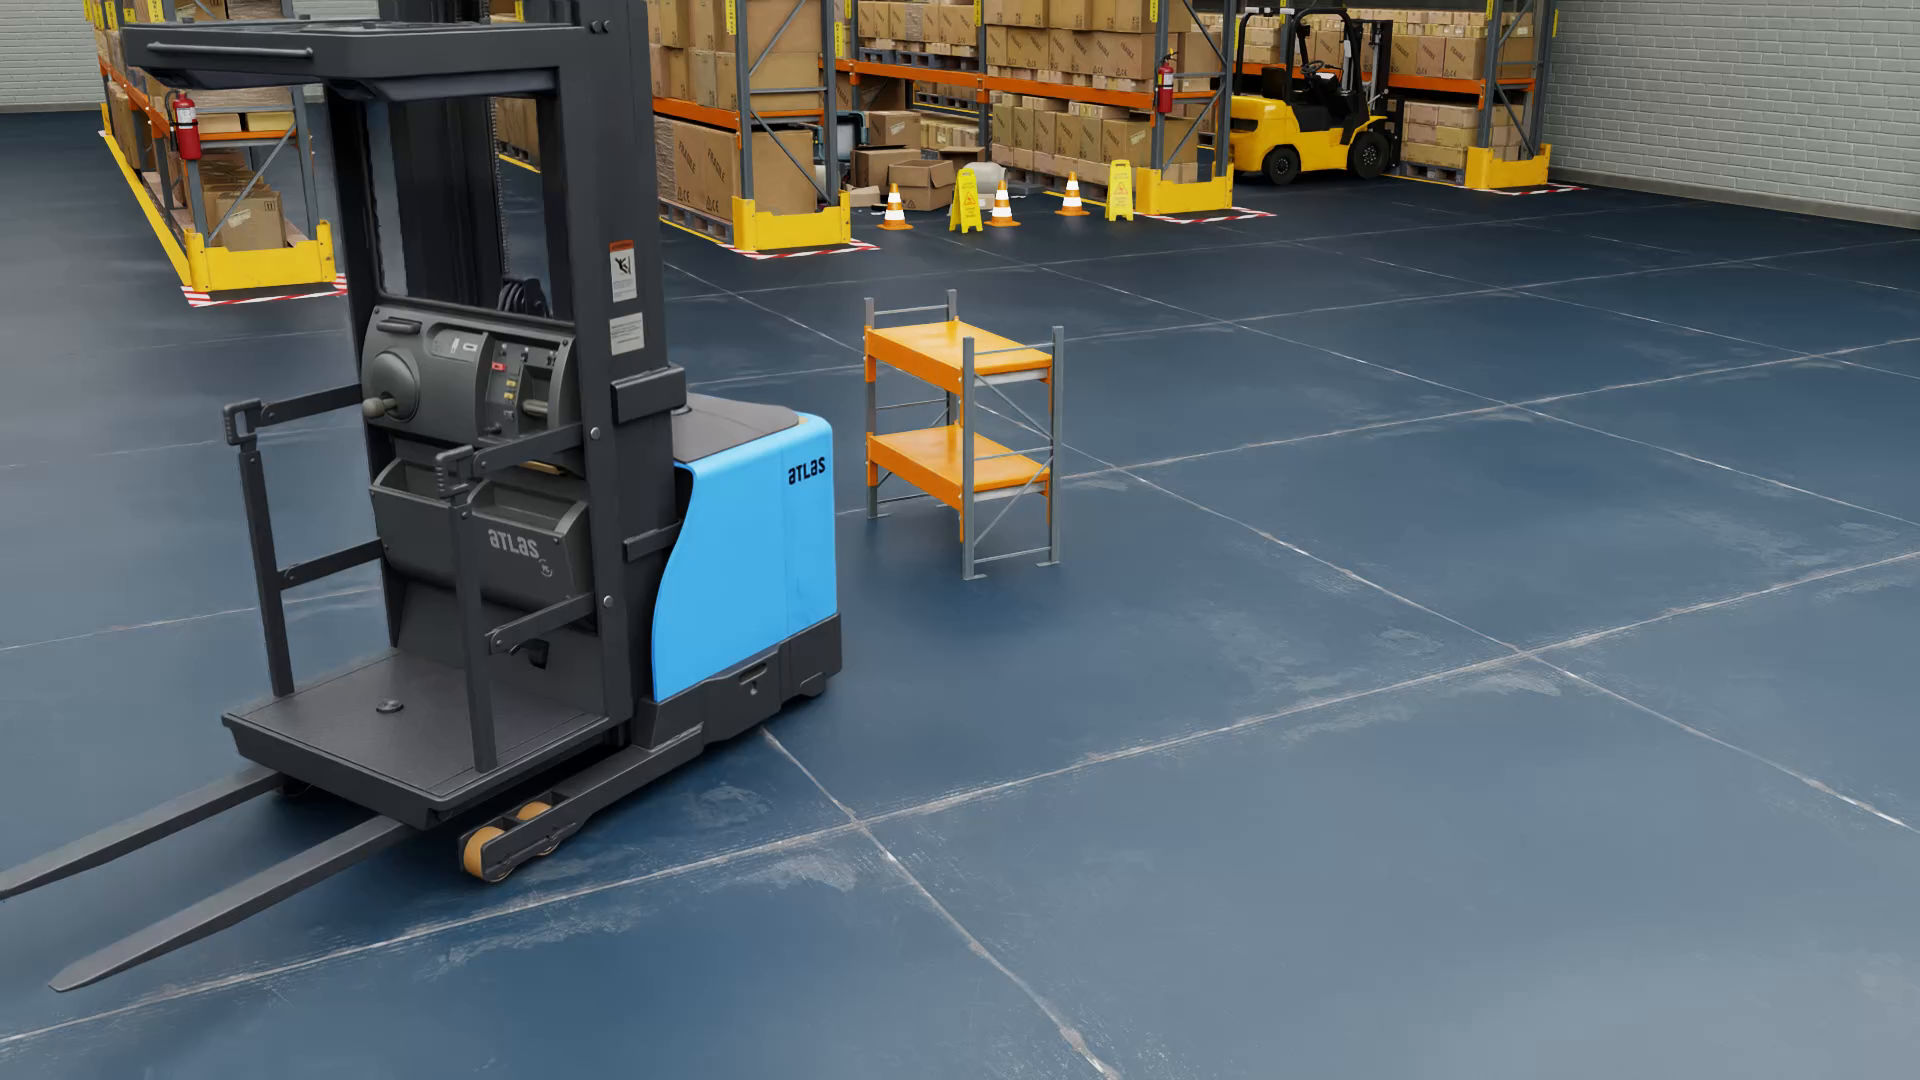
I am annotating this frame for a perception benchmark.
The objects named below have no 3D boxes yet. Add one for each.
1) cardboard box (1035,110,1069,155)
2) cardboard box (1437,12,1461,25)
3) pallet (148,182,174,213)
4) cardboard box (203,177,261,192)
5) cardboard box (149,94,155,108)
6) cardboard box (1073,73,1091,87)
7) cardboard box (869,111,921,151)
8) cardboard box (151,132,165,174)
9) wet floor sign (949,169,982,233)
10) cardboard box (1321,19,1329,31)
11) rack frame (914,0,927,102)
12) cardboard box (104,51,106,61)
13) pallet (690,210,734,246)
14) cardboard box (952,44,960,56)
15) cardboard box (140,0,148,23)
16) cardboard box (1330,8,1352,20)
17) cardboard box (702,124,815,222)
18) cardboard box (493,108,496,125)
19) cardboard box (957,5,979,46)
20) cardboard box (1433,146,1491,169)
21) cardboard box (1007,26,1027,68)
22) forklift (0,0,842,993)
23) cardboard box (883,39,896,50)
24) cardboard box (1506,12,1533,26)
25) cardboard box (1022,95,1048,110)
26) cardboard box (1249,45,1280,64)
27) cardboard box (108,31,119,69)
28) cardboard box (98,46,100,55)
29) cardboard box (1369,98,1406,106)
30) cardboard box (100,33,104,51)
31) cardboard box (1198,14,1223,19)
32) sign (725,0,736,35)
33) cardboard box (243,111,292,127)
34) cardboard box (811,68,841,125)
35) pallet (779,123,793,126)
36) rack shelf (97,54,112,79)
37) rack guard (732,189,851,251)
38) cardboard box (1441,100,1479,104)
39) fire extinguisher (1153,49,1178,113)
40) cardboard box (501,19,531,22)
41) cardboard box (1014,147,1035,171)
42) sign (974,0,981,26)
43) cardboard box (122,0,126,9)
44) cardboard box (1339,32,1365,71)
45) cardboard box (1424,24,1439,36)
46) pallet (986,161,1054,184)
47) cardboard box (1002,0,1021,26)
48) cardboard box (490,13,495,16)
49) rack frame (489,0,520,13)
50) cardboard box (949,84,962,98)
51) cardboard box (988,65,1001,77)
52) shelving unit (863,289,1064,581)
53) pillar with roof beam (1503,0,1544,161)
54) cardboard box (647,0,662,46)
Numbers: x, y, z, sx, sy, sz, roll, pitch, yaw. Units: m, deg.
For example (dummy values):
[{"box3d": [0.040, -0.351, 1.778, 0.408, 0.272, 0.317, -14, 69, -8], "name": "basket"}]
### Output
[{"box3d": [1.266, -5.089, 20.702, 0.500, 0.500, 0.500, -9, 21, -24], "name": "cardboard box"}, {"box3d": [6.332, -6.671, 21.261, 0.380, 0.149, 0.250, -9, 21, -25], "name": "cardboard box"}, {"box3d": [-8.961, -4.068, 19.598, 1.003, 0.211, 1.213, -10, 21, -27], "name": "pallet"}, {"box3d": [-6.984, -3.212, 16.030, 0.500, 0.500, 0.500, -8, 21, -22], "name": "cardboard box"}, {"box3d": [-8.062, -4.512, 16.993, 0.380, 0.149, 0.250, -10, 21, -27], "name": "cardboard box"}, {"box3d": [1.579, -5.511, 19.889, 0.380, 0.149, 0.250, -10, 22, -27], "name": "cardboard box"}, {"box3d": [-0.838, -5.240, 21.388, 0.500, 0.500, 0.500, -10, 21, -27], "name": "cardboard box"}, {"box3d": [-9.571, -4.798, 20.595, 0.700, 0.500, 0.500, -11, 22, -30], "name": "cardboard box"}, {"box3d": [0.062, -3.589, 17.543, 0.267, 0.644, 0.232, -14, 24, -36], "name": "wet floor sign"}, {"box3d": [5.273, -7.195, 23.235, 0.380, 0.149, 0.250, -10, 21, -27], "name": "cardboard box"}, {"box3d": [-0.617, -10.562, 34.143, 1.000, 3.000, 0.127, -10, 21, -27], "name": "rack frame"}, {"box3d": [-12.605, -7.249, 24.924, 0.380, 0.149, 0.250, -10, 21, -26], "name": "cardboard box"}, {"box3d": [-2.143, -3.303, 17.379, 1.003, 0.211, 1.213, -10, 21, -27], "name": "pallet"}, {"box3d": [0.117, -6.611, 22.432, 0.380, 0.149, 0.250, -11, 22, -28], "name": "cardboard box"}, {"box3d": [-7.541, -5.018, 15.932, 0.500, 0.500, 0.500, -10, 21, -27], "name": "cardboard box"}, {"box3d": [5.336, -7.252, 22.945, 0.380, 0.149, 0.250, -9, 21, -25], "name": "cardboard box"}, {"box3d": [-2.075, -3.782, 17.107, 0.875, 0.875, 0.875, -10, 21, -26], "name": "cardboard box"}, {"box3d": [-6.762, -6.312, 25.014, 0.500, 0.500, 0.500, -10, 21, -26], "name": "cardboard box"}, {"box3d": [0.293, -6.831, 22.076, 0.500, 0.500, 0.500, -10, 22, -28], "name": "cardboard box"}, {"box3d": [6.479, -4.954, 21.461, 0.500, 0.250, 0.500, -10, 21, -26], "name": "cardboard box"}, {"box3d": [0.937, -6.225, 20.965, 0.500, 0.500, 0.500, -10, 21, -27], "name": "cardboard box"}, {"box3d": [-1.694, -0.514, 5.127, 1.130, 2.935, 3.031, 12, 23, 32], "name": "forklift"}, {"box3d": [-0.888, -7.199, 24.138, 0.380, 0.149, 0.250, -10, 21, -26], "name": "cardboard box"}, {"box3d": [7.009, -6.593, 21.036, 0.380, 0.149, 0.250, -10, 22, -28], "name": "cardboard box"}, {"box3d": [1.009, -5.504, 20.910, 0.380, 0.149, 0.250, -9, 21, -25], "name": "cardboard box"}, {"box3d": [4.611, -7.151, 24.486, 0.500, 0.250, 0.500, -9, 21, -25], "name": "cardboard box"}, {"box3d": [-11.568, -6.841, 23.206, 0.500, 0.500, 0.500, -10, 21, -27], "name": "cardboard box"}, {"box3d": [-13.582, -7.839, 26.635, 0.380, 0.149, 0.250, -11, 22, -28], "name": "cardboard box"}, {"box3d": [5.757, -5.860, 22.554, 0.500, 0.250, 0.500, -10, 22, -28], "name": "cardboard box"}, {"box3d": [-12.737, -7.560, 25.215, 0.500, 0.250, 0.500, -10, 21, -26], "name": "cardboard box"}, {"box3d": [3.904, -8.054, 25.726, 0.380, 0.149, 0.250, -10, 21, -27], "name": "cardboard box"}, {"box3d": [-2.179, -4.983, 15.835, 0.100, 0.325, 0.005, -10, 21, -27], "name": "sign"}, {"box3d": [-6.135, -3.739, 14.754, 0.380, 0.149, 0.250, -10, 21, -27], "name": "cardboard box"}, {"box3d": [-1.860, -7.158, 26.890, 0.875, 0.875, 0.875, -10, 21, -26], "name": "cardboard box"}, {"box3d": [-2.652, -7.116, 28.430, 1.003, 0.211, 1.213, -10, 21, -27], "name": "pallet"}, {"box3d": [-12.756, -7.343, 25.916, 1.077, 0.370, 4.000, -10, 21, -27], "name": "rack shelf"}, {"box3d": [-1.683, -3.215, 16.682, 1.175, 0.500, 0.348, -10, 21, -27], "name": "rack guard"}, {"box3d": [6.678, -5.651, 21.948, 0.500, 0.250, 0.500, -10, 21, -27], "name": "cardboard box"}, {"box3d": [2.263, -5.058, 18.311, 0.296, 0.674, 0.183, -10, 21, -27], "name": "fire extinguisher"}, {"box3d": [-6.130, -7.131, 23.027, 0.380, 0.149, 0.250, -11, 22, -29], "name": "cardboard box"}, {"box3d": [1.020, -4.884, 21.257, 0.500, 0.250, 0.500, -9, 21, -24], "name": "cardboard box"}, {"box3d": [0.228, -6.808, 21.487, 0.100, 0.325, 0.005, -10, 21, -27], "name": "sign"}, {"box3d": [-10.546, -6.882, 21.786, 0.797, 0.503, 0.637, -9, 21, -25], "name": "cardboard box"}, {"box3d": [5.565, -6.705, 22.810, 0.500, 0.500, 0.500, -10, 22, -27], "name": "cardboard box"}, {"box3d": [6.245, -6.605, 21.526, 0.380, 0.149, 0.250, -10, 21, -27], "name": "cardboard box"}, {"box3d": [1.064, -4.842, 21.840, 1.003, 0.211, 1.213, -10, 21, -27], "name": "pallet"}, {"box3d": [0.956, -6.698, 20.802, 0.700, 0.500, 0.500, -10, 21, -26], "name": "cardboard box"}, {"box3d": [-7.406, -8.217, 26.738, 0.500, 0.500, 0.500, -10, 22, -28], "name": "cardboard box"}, {"box3d": [-7.393, -7.848, 26.278, 1.000, 3.000, 0.127, -10, 21, -27], "name": "rack frame"}, {"box3d": [0.124, -8.970, 32.717, 0.500, 0.500, 0.500, -10, 21, -26], "name": "cardboard box"}, {"box3d": [0.582, -6.089, 21.563, 0.380, 0.149, 0.250, -10, 21, -27], "name": "cardboard box"}, {"box3d": [-0.003, -0.534, 7.954, 0.538, 1.125, 1.048, -10, 21, -27], "name": "shelving unit"}, {"box3d": [3.654, -8.478, 18.905, 9.100, 9.000, 0.400, -10, 21, -27], "name": "pillar with roof beam"}, {"box3d": [-2.950, -5.706, 18.183, 0.875, 0.550, 0.550, -10, 21, -27], "name": "cardboard box"}]
